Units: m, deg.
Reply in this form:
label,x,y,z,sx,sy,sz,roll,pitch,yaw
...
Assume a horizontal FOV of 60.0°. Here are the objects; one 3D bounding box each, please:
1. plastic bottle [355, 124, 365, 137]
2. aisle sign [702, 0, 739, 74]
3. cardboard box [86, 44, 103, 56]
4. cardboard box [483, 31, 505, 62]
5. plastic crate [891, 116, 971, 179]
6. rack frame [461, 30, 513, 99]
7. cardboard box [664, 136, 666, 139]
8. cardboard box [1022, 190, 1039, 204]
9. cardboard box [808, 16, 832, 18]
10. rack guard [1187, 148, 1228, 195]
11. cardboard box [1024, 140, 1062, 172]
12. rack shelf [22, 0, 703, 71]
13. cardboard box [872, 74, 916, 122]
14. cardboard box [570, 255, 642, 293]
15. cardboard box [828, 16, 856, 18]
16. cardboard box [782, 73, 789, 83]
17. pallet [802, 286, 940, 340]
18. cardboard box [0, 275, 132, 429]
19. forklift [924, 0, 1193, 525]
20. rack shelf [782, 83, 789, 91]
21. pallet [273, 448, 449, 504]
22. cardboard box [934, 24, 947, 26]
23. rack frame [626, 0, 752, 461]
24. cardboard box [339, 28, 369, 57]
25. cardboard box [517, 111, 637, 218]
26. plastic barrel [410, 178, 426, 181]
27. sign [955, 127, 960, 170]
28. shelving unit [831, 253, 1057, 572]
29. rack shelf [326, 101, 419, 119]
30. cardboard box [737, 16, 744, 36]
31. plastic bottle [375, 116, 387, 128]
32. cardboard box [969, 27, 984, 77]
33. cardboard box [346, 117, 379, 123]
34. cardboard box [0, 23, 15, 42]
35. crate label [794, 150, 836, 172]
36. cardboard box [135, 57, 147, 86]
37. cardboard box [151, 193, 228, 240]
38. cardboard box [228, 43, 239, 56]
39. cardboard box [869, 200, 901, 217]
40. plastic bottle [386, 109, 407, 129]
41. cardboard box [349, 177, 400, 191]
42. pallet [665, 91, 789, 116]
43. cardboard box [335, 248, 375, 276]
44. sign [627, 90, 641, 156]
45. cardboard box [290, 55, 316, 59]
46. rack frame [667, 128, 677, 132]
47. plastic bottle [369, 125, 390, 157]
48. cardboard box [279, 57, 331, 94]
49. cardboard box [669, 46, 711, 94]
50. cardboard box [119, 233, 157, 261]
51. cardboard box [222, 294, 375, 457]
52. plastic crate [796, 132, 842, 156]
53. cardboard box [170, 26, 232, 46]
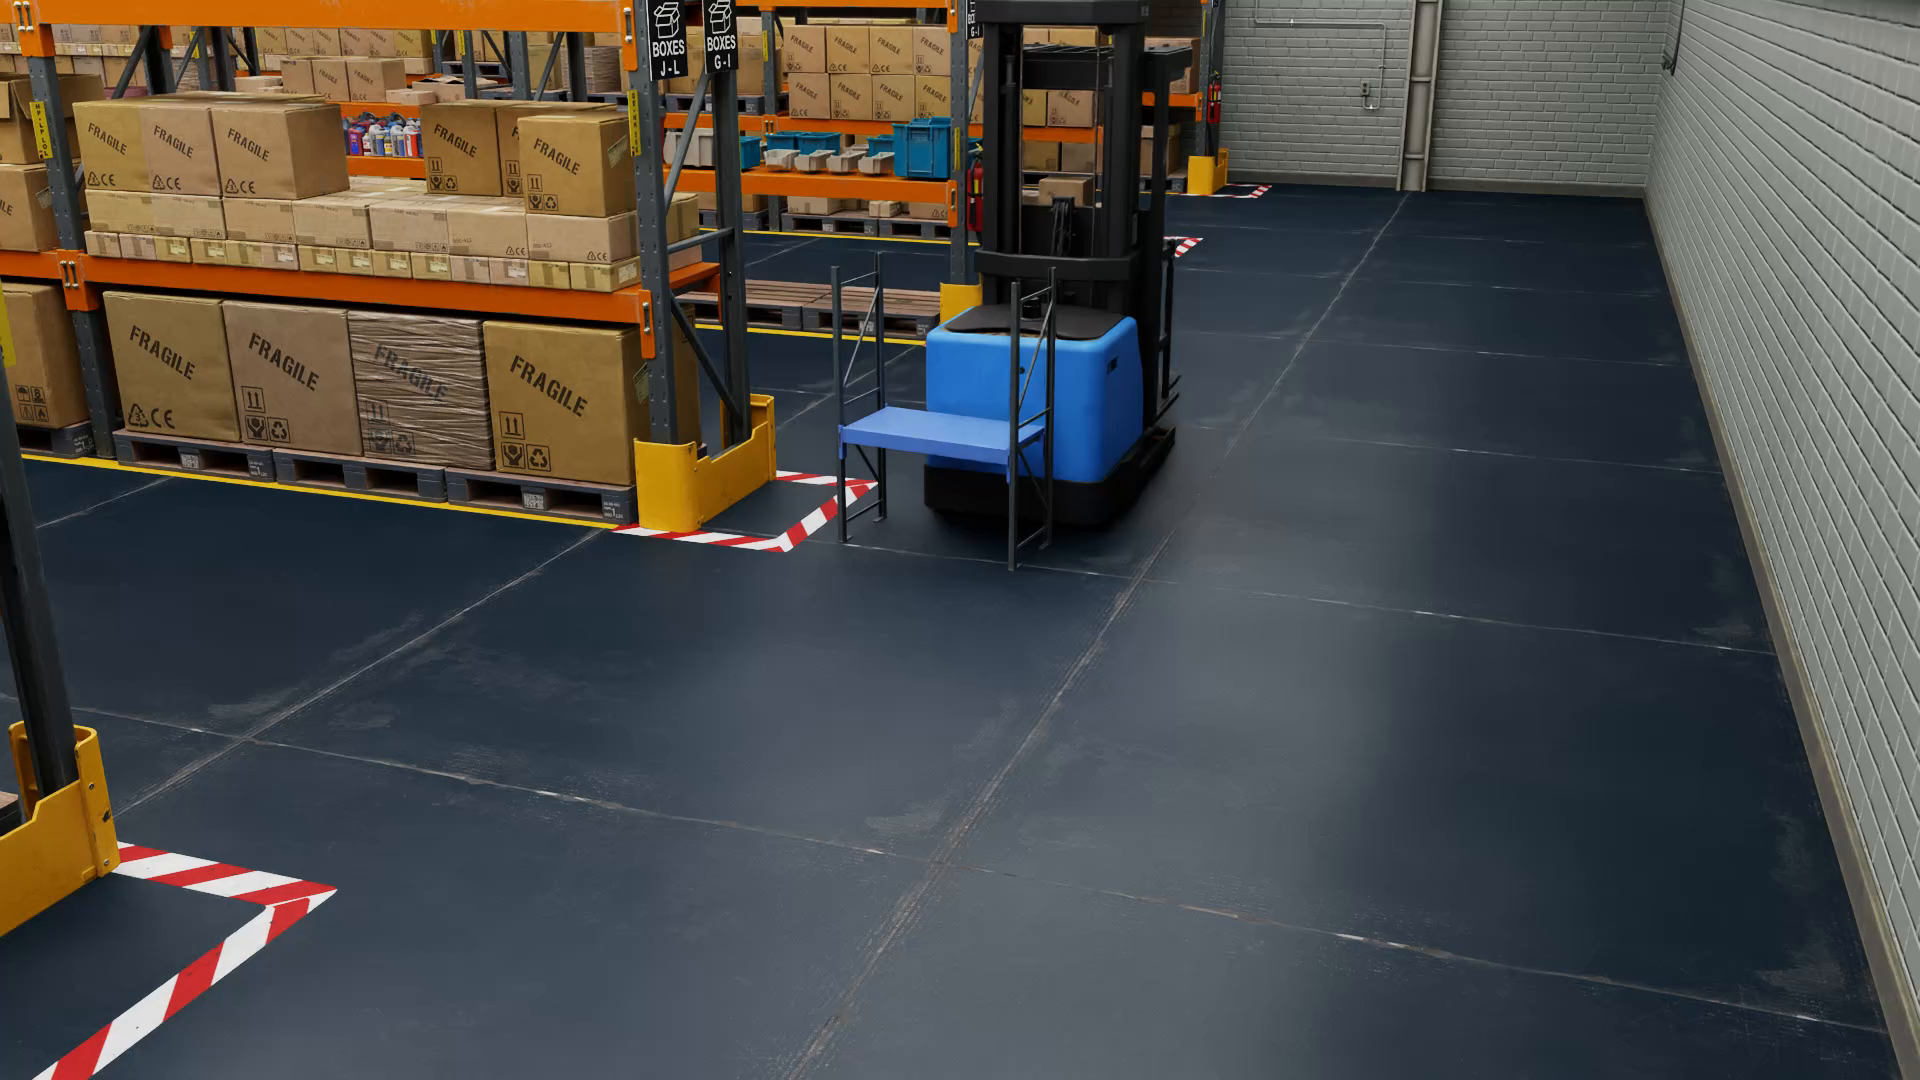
label,x,y,z,sx,sy,sz,roll,pitch,yaw
plastic bottle,-5.504,-3.675,15.259,0.097,0.271,0.097,0,19,0
aisle sign,-1.314,-2.964,9.073,0.004,0.787,0.394,7,20,18
cardboard box,-11.340,-6.509,22.054,0.250,0.149,0.380,7,20,20
cardboard box,-6.944,-7.694,25.773,0.500,0.500,0.700,9,21,24
plastic crate,-0.233,-3.214,13.595,0.499,0.435,0.616,7,20,18
rack frame,-5.783,-5.595,20.570,0.127,3.000,1.000,7,20,18
cardboard box,-3.326,-4.780,20.223,0.500,0.250,0.500,7,20,18
cardboard box,0.881,-3.841,19.048,0.500,0.250,0.500,7,20,18
cardboard box,-2.195,-7.550,24.406,0.500,0.250,0.500,6,20,17
rack guard,3.419,-5.089,22.915,0.348,0.500,1.175,7,20,18
cardboard box,1.248,-5.497,23.450,0.500,0.500,0.700,7,20,19
rack shelf,-3.370,-2.944,9.500,4.000,0.370,1.077,7,20,18
cardboard box,-0.656,-4.961,18.600,0.500,0.500,0.500,6,20,18
cardboard box,-1.925,-1.469,9.114,0.250,0.149,0.380,7,20,19
cardboard box,-1.703,-7.492,24.240,0.500,0.250,0.500,6,20,16
cardboard box,-2.473,-6.757,24.254,0.250,0.149,0.380,7,20,18
pallet,-0.622,-1.976,14.423,1.213,0.211,1.003,7,20,18
cardboard box,-5.870,-1.341,10.957,0.875,0.875,1.225,7,20,18
forklift,0.752,-1.917,10.124,1.130,2.935,3.031,6,20,18
rack shelf,-2.272,-6.580,24.488,4.000,0.370,1.077,7,20,18
pallet,-3.410,-0.529,10.273,1.213,0.211,1.003,7,20,18
cardboard box,-0.006,-5.544,18.754,0.500,0.500,0.500,6,20,18
rack frame,-1.481,-1.651,9.256,0.127,3.000,1.000,7,20,18
cardboard box,-9.433,-7.925,26.313,0.500,0.500,0.500,6,20,16
cardboard box,-2.027,-2.046,9.025,0.500,0.500,0.500,7,20,19
plastic barrel,-4.811,-2.971,15.593,0.708,0.901,0.600,7,20,18
sign,-0.020,-3.095,13.151,0.005,0.325,0.100,7,20,18
shelving unit,-0.083,-0.693,8.785,1.048,1.500,0.538,9,21,25
rack shelf,-7.672,-5.471,21.308,4.000,0.370,1.077,7,20,18
cardboard box,-3.309,-7.500,24.261,0.500,0.250,0.500,6,20,17
plastic bottle,-5.530,-3.912,15.920,0.133,0.283,0.061,7,20,18
cardboard box,0.294,-5.322,18.115,0.500,0.500,0.500,7,20,20
cardboard box,-9.879,-6.768,27.065,0.500,0.500,0.700,5,20,15
cardboard box,-12.853,-7.059,22.647,0.500,0.500,0.700,7,20,18
crate label,-1.225,-3.185,13.966,0.243,0.136,0.396,7,20,18
cardboard box,-10.483,-6.175,22.083,0.500,0.500,0.700,6,20,17
cardboard box,-4.433,-1.965,9.933,0.500,0.250,0.500,6,20,18
cardboard box,-9.752,-6.470,21.942,0.250,0.149,0.380,6,20,18
cardboard box,-0.859,-3.830,19.142,0.250,0.166,0.380,7,20,18
plastic bottle,-5.373,-3.933,15.877,0.185,0.351,0.144,7,20,18
cardboard box,-3.784,-2.077,10.252,0.500,0.250,0.500,7,20,19
pallet,-2.724,-5.193,19.707,1.213,0.211,1.003,7,20,18
cardboard box,-3.369,-1.634,9.588,0.250,0.149,0.380,7,20,19
sign,-1.672,-2.143,8.547,0.005,0.325,0.100,7,20,18
cardboard box,-10.387,-7.678,26.744,0.500,0.250,0.500,6,20,17
rack frame,-4.161,-7.136,24.990,0.127,3.000,1.000,7,20,18
plastic bottle,-5.280,-3.640,15.151,0.135,0.276,0.152,7,20,18
cardboard box,-8.344,-5.929,21.377,0.500,0.500,0.500,8,21,22
cardboard box,-3.049,-5.584,19.748,0.500,0.500,0.700,10,22,27
cardboard box,-4.841,-1.801,10.067,0.250,0.149,0.380,6,20,16
cardboard box,-3.812,-1.085,10.221,0.875,0.875,0.875,7,20,18
plastic crate,-1.224,-3.412,14.470,0.300,0.233,0.416,7,20,18
cardboard box,-9.983,-6.733,21.711,0.500,0.500,0.700,7,20,18
